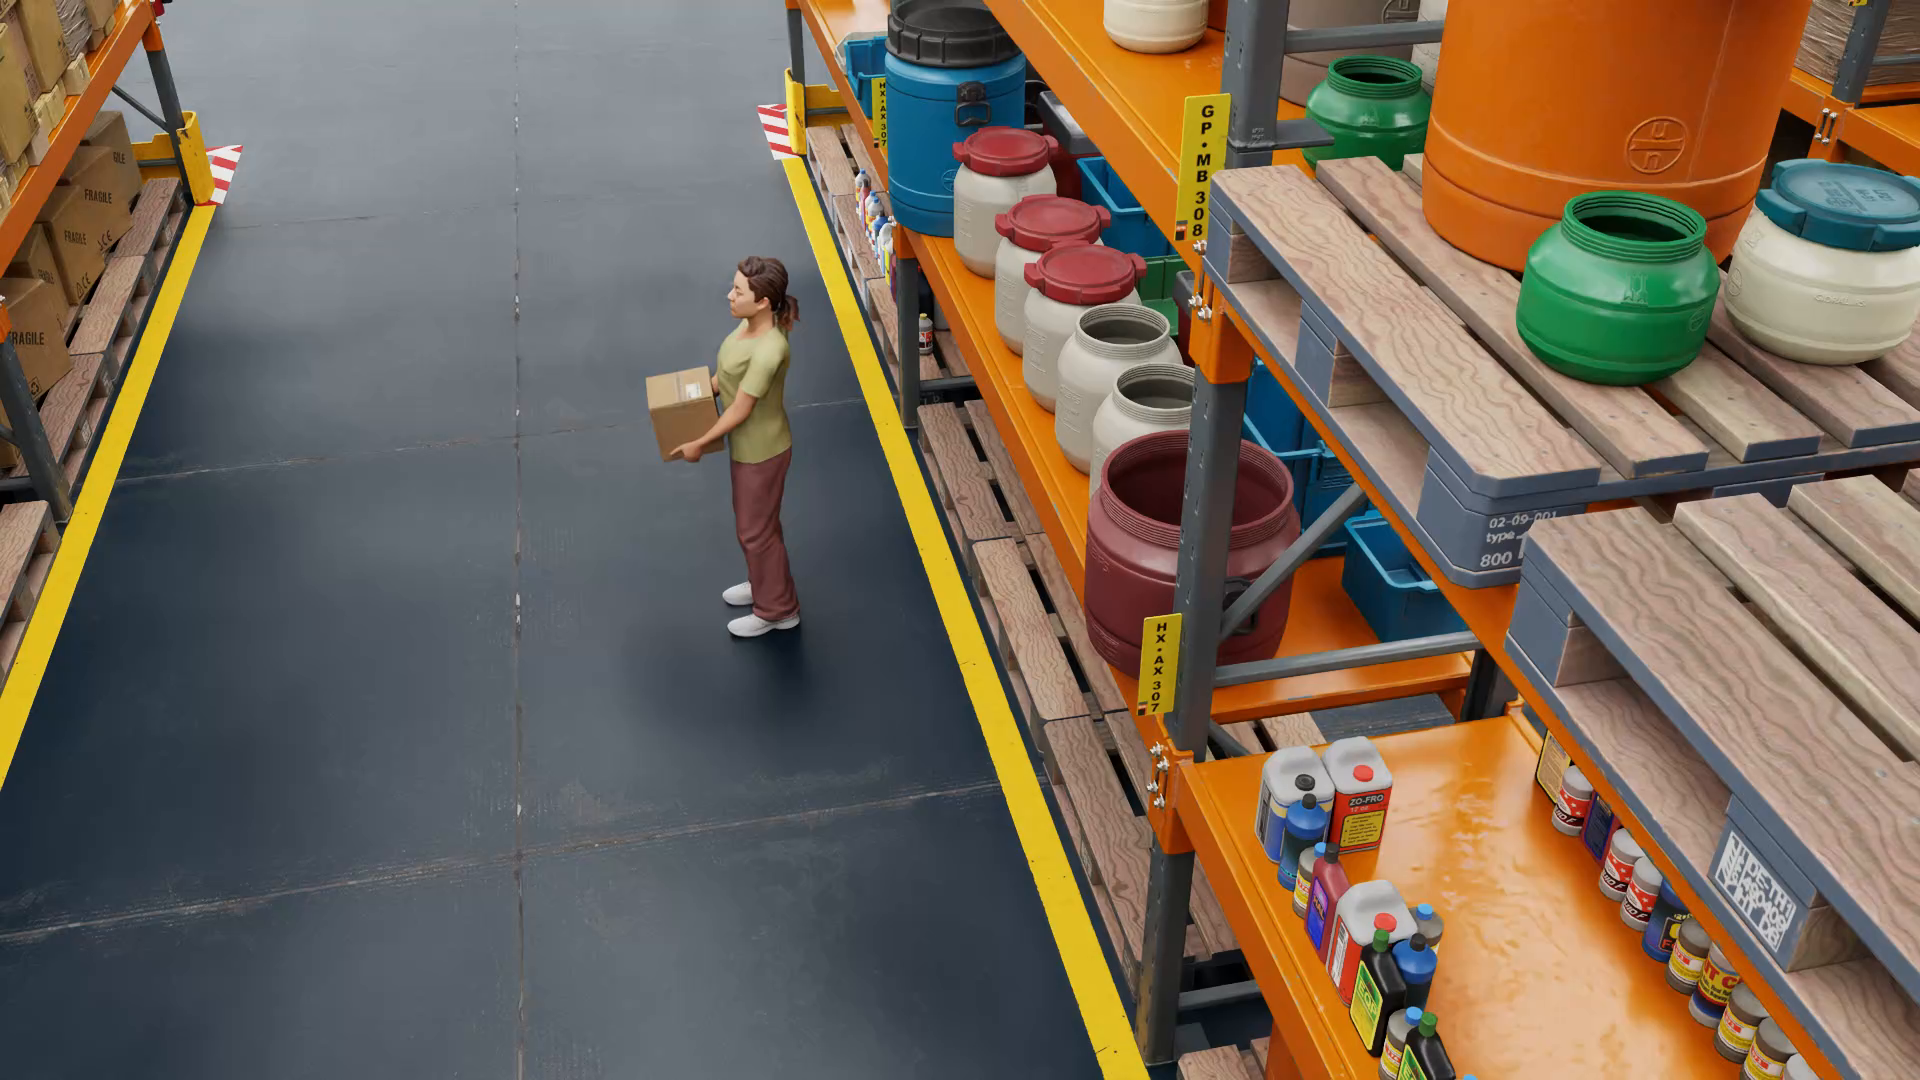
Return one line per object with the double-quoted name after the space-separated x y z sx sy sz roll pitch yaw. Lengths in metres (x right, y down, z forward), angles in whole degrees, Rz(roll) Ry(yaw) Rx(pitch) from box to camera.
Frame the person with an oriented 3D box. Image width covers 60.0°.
-0.884 -0.363 6.686 0.559 1.663 0.425 -7 35 -9 "person"
